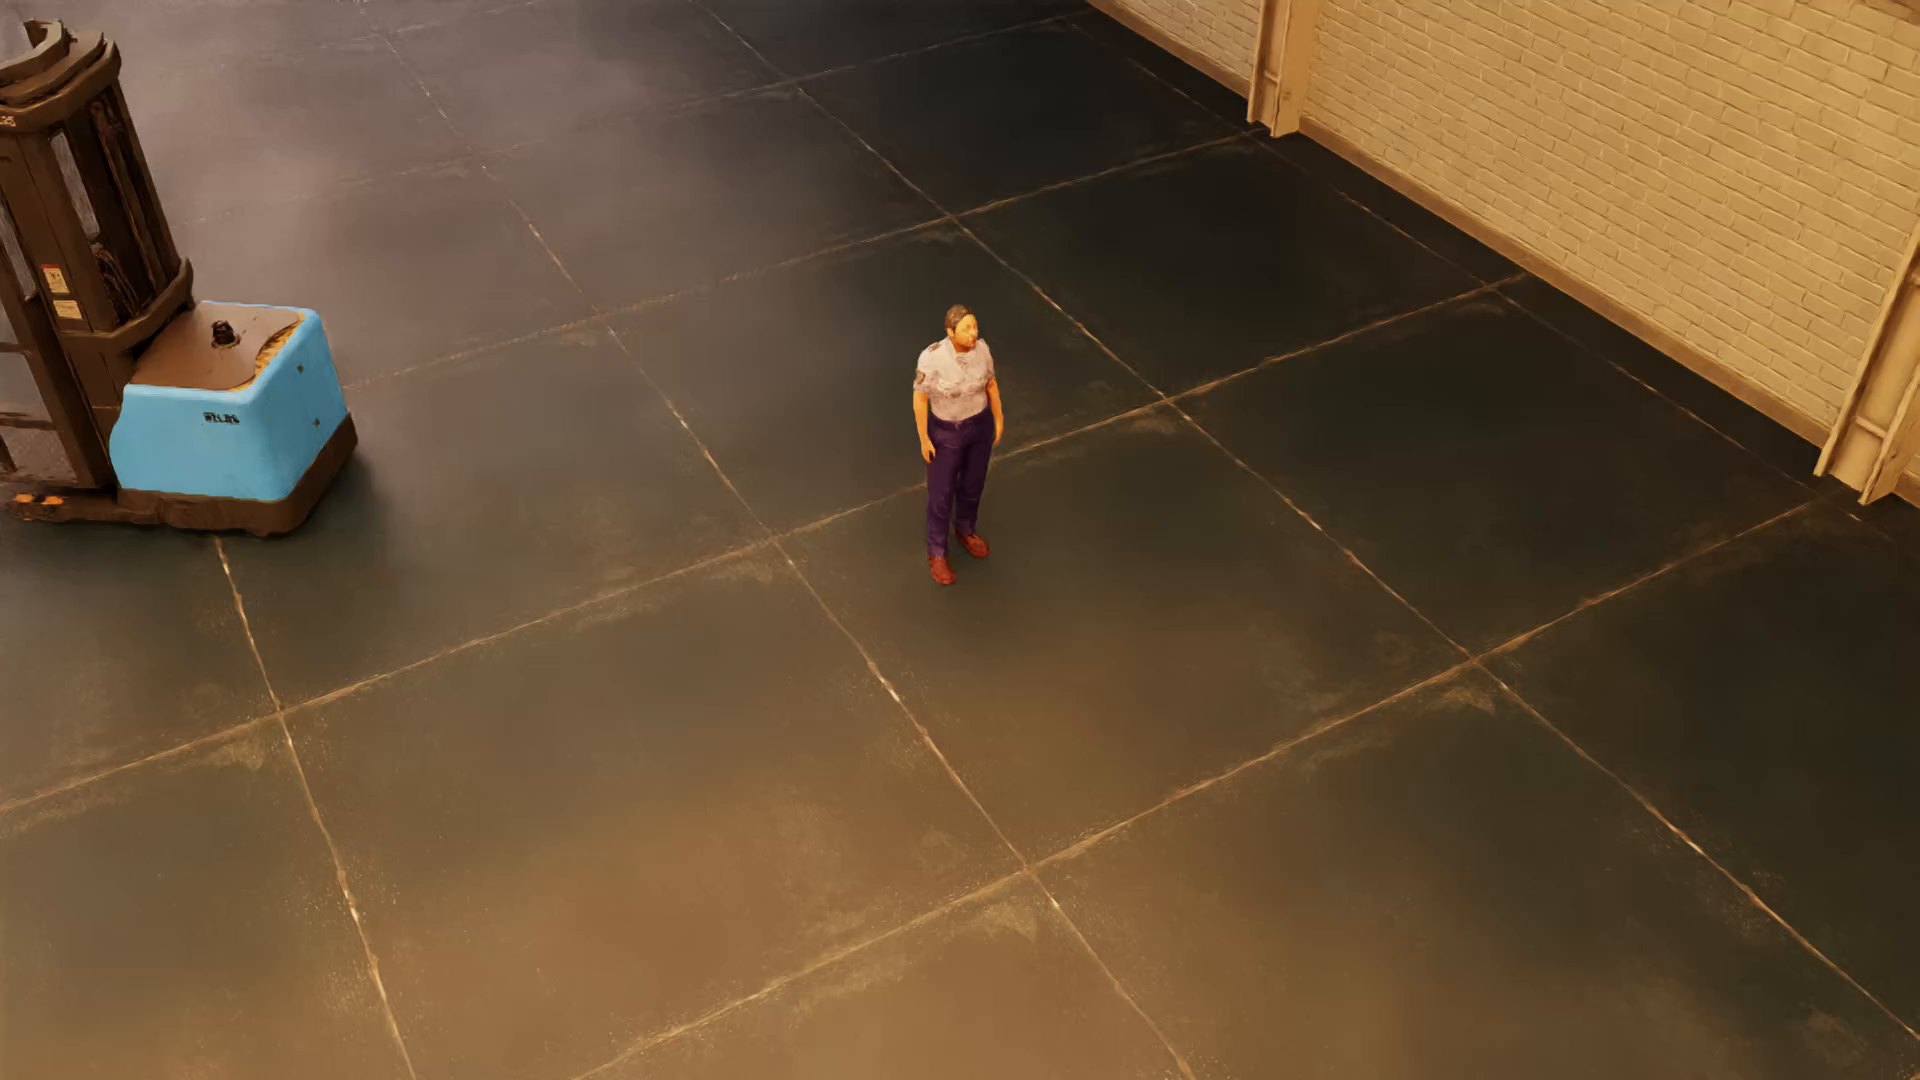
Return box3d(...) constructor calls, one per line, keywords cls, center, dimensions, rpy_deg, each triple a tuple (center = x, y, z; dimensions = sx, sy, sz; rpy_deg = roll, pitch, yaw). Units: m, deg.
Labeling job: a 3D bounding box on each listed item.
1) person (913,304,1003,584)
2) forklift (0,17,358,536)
box3d(cls="person", center=(0.025, -0.583, 9.733), dimensions=(0.599, 1.650, 0.502), rpy_deg=(-20, 44, -23))
box3d(cls="forklift", center=(-5.540, -1.568, 9.927), dimensions=(3.031, 2.935, 1.130), rpy_deg=(5, 40, 6))
